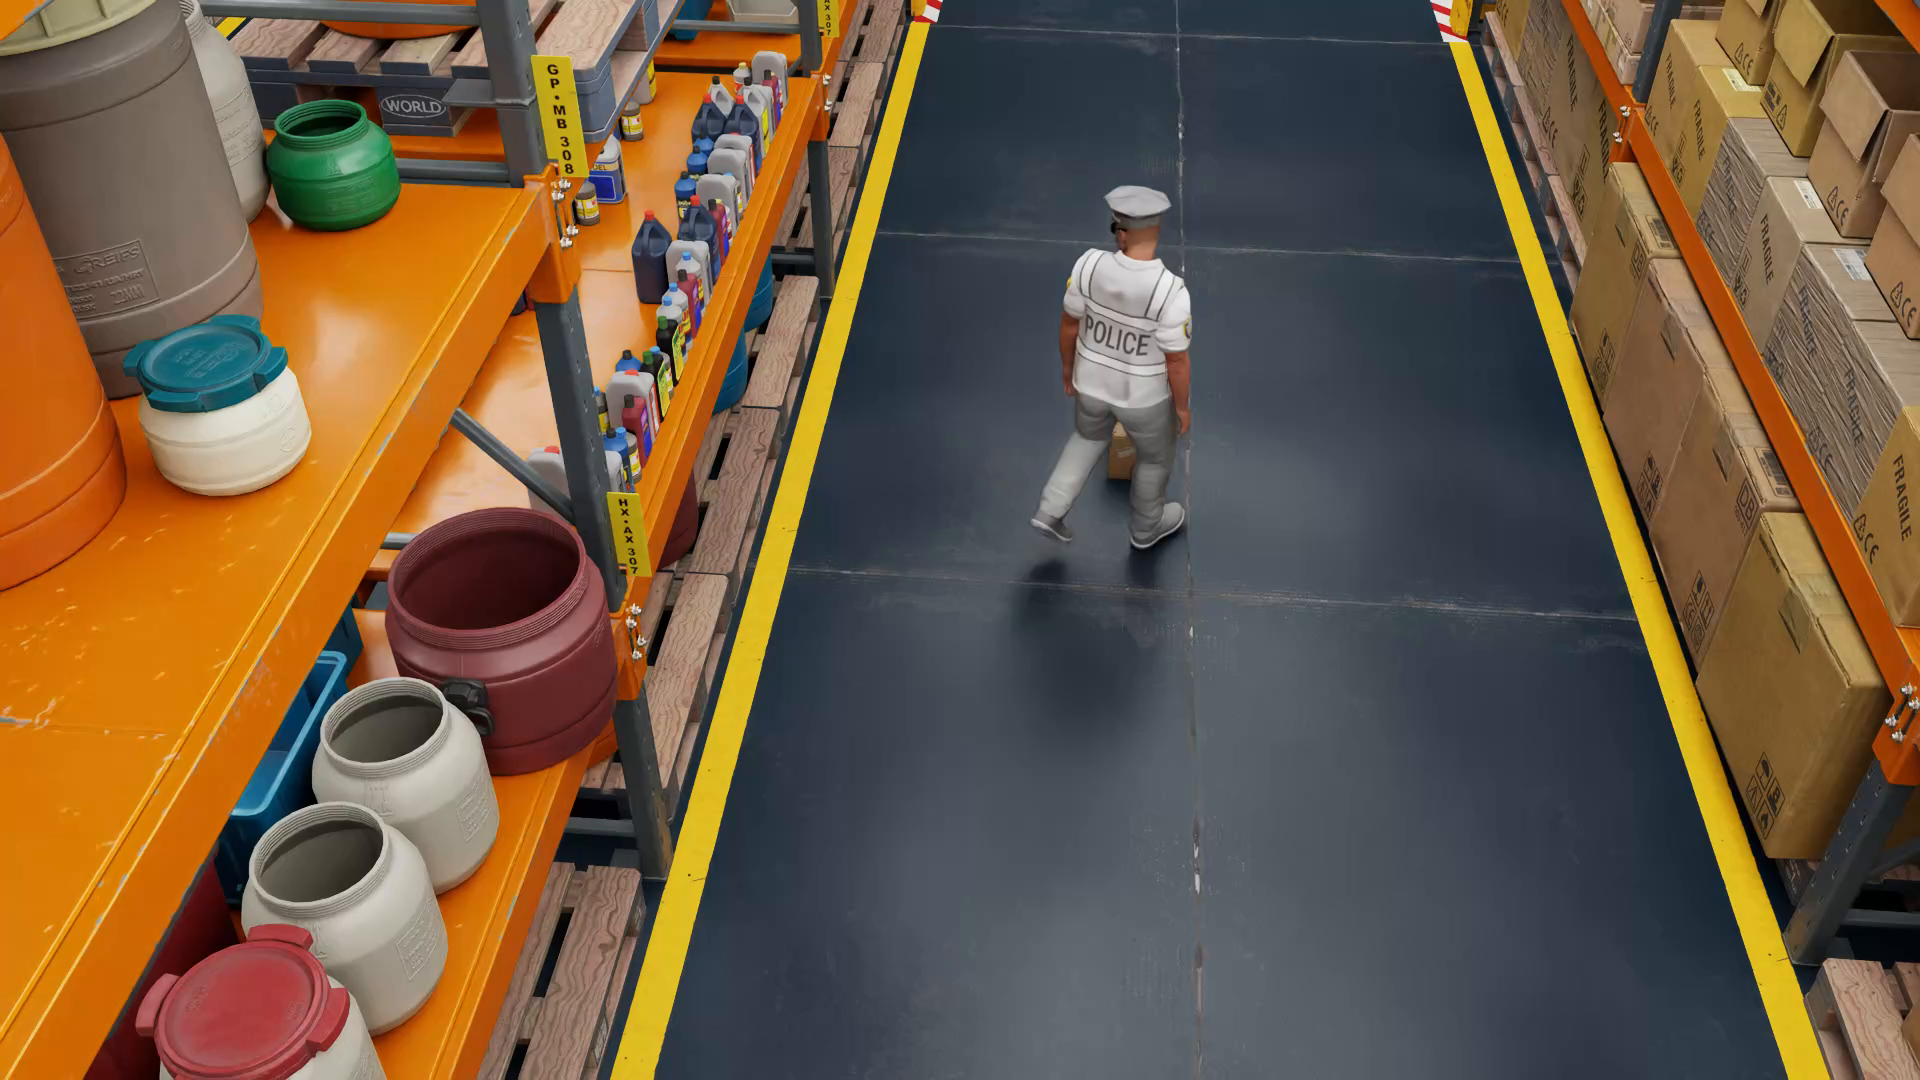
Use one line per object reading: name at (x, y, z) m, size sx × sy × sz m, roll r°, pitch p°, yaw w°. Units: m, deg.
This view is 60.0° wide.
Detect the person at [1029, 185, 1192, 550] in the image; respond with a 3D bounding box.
person at (0.687, -0.647, 6.918) m, size 0.582 × 1.729 × 0.704 m, roll 23°, pitch 45°, yaw 25°
